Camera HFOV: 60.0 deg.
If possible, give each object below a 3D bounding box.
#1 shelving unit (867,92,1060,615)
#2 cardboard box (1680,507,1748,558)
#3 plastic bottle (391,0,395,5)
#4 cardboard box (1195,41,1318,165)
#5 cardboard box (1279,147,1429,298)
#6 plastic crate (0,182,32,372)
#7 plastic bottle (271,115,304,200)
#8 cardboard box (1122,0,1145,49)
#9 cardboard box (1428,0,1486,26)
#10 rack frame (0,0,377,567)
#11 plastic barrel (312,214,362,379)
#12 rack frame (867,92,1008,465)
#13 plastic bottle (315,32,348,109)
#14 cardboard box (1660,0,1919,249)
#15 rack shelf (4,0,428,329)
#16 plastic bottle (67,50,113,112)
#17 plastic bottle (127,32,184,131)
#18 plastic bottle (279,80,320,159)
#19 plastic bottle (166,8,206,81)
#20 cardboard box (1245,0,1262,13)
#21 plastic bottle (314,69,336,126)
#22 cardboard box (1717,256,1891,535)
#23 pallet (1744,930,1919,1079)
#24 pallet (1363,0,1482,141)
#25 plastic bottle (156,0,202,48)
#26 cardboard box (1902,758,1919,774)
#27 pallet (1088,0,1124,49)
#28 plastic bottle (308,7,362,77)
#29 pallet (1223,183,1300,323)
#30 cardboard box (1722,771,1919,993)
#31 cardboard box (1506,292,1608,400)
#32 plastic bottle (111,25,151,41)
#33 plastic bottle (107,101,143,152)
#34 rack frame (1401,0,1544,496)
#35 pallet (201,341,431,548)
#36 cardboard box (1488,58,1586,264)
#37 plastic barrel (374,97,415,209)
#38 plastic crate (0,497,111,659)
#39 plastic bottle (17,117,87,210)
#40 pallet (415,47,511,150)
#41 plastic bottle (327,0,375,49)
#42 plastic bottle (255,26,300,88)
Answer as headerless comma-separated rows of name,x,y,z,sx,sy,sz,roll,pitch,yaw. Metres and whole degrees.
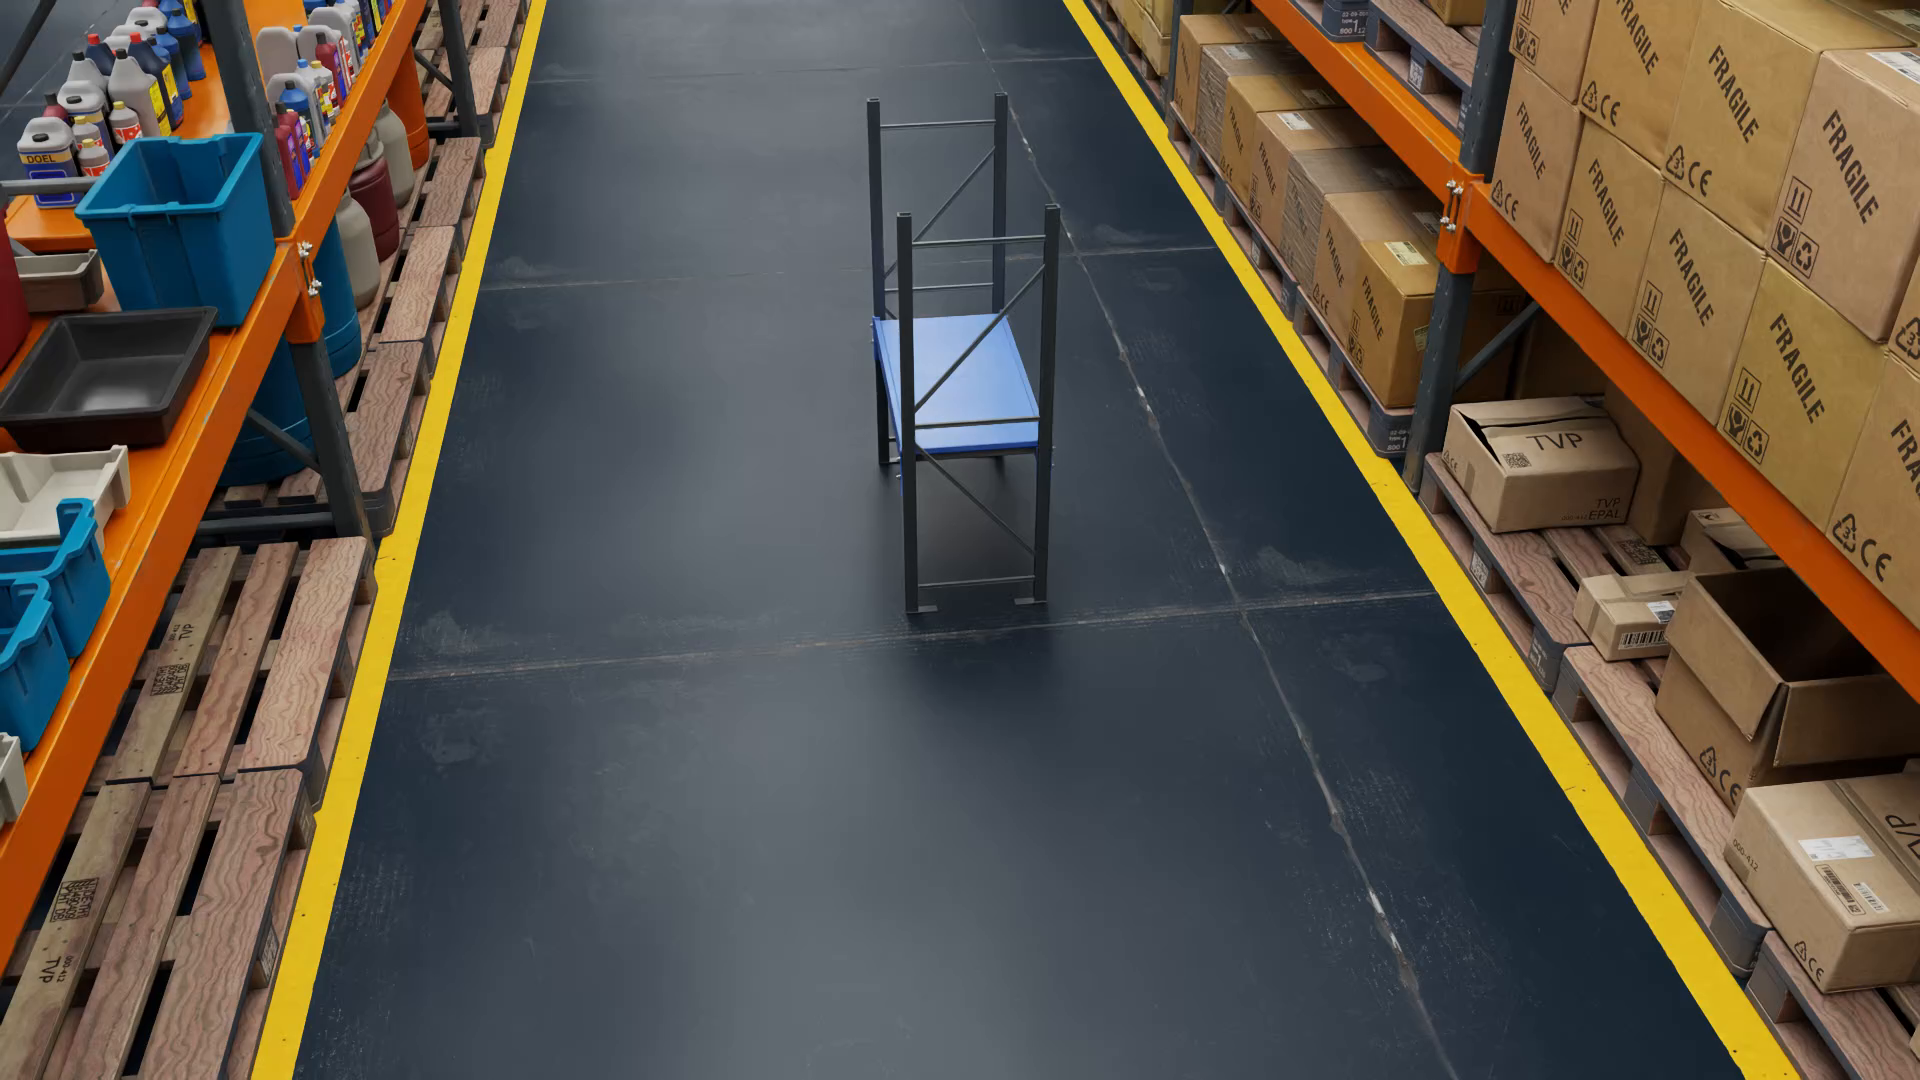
shelving unit,-0.011,-0.667,5.897,0.538,1.500,1.048,-4,35,-6
cardboard box,2.725,0.011,5.711,0.380,0.149,0.250,-4,35,-6
plastic bottle,-2.592,-2.495,7.424,0.097,0.201,0.097,0,34,0
cardboard box,1.573,-2.300,8.790,0.500,0.500,0.500,-6,35,-8
cardboard box,1.782,-1.445,7.536,0.500,0.500,0.500,-4,34,-6
plastic crate,-2.780,-0.647,4.426,0.402,0.464,0.583,-4,35,-6
plastic bottle,-2.278,-1.302,5.600,0.061,0.283,0.133,-4,35,-6
cardboard box,1.334,-3.318,10.524,0.500,0.250,0.500,-5,35,-7
cardboard box,2.260,-2.361,6.590,0.700,0.500,0.500,1,34,1
rack frame,-2.652,-1.113,5.220,1.000,3.000,0.127,-4,35,-6
plastic barrel,-2.803,-1.120,6.720,0.600,0.901,0.708,-4,35,-6
rack frame,-0.080,-0.951,6.314,0.500,1.500,0.032,-4,35,-6
plastic bottle,-2.398,-1.797,6.328,0.061,0.283,0.133,-4,35,-6
cardboard box,2.180,-1.082,4.197,0.500,0.500,0.500,-5,35,-8
rack shelf,-2.921,-1.932,7.060,1.077,0.370,4.000,-4,35,-6
plastic bottle,-3.100,-1.581,5.950,0.144,0.351,0.185,-4,35,-6
plastic bottle,-2.982,-1.695,6.117,0.144,0.351,0.185,-4,35,-6
plastic bottle,-2.343,-1.489,5.885,0.097,0.271,0.097,0,34,0
plastic bottle,-3.070,-1.965,6.584,0.097,0.271,0.097,0,34,0
cardboard box,1.940,-3.302,10.002,0.500,0.311,0.500,-3,34,-5
plastic bottle,-2.387,-1.643,6.174,0.097,0.201,0.097,0,34,0
cardboard box,2.263,-0.374,4.046,0.500,0.500,0.500,-5,35,-7
pallet,2.677,1.411,3.992,1.003,0.211,1.213,-4,35,-6
pallet,2.258,-1.861,6.488,1.003,0.211,1.213,-4,35,-6
plastic bottle,-3.248,-2.196,6.852,0.144,0.351,0.185,-4,35,-6
cardboard box,2.869,0.817,4.438,0.500,0.250,0.500,-4,35,-6
pallet,1.486,-3.708,11.503,1.003,0.211,1.213,-4,35,-6
plastic bottle,-2.492,-1.995,6.624,0.152,0.276,0.135,-4,35,-6
pallet,1.943,-1.467,8.216,1.003,0.211,1.213,-4,35,-6
cardboard box,2.380,0.883,4.341,0.500,0.250,0.500,-4,35,-6
cardboard box,2.434,-0.923,6.770,0.500,0.500,0.500,-6,35,-9
plastic bottle,-3.160,-1.818,6.364,0.152,0.276,0.135,-4,35,-6
plastic bottle,-2.953,-1.450,5.891,0.097,0.201,0.097,0,34,0
rack frame,2.257,-1.486,5.767,1.000,3.000,0.127,-4,35,-6
pallet,-2.714,-0.395,6.642,1.003,0.211,1.213,-4,35,-6
cardboard box,2.056,-1.222,5.291,0.500,0.500,0.500,-4,34,-5
plastic barrel,-2.942,-1.911,8.226,0.421,0.512,0.421,0,34,0
plastic crate,-2.038,0.098,3.537,0.416,0.233,0.300,-4,35,-6
plastic bottle,-3.025,-1.257,5.542,0.152,0.276,0.135,-4,35,-6
pallet,-3.255,-2.628,9.919,1.003,0.211,1.213,-4,35,-6
plastic bottle,-2.536,-2.224,6.894,0.144,0.351,0.185,-4,35,-6
plastic bottle,-2.612,-1.854,6.417,0.152,0.276,0.135,-4,35,-6
